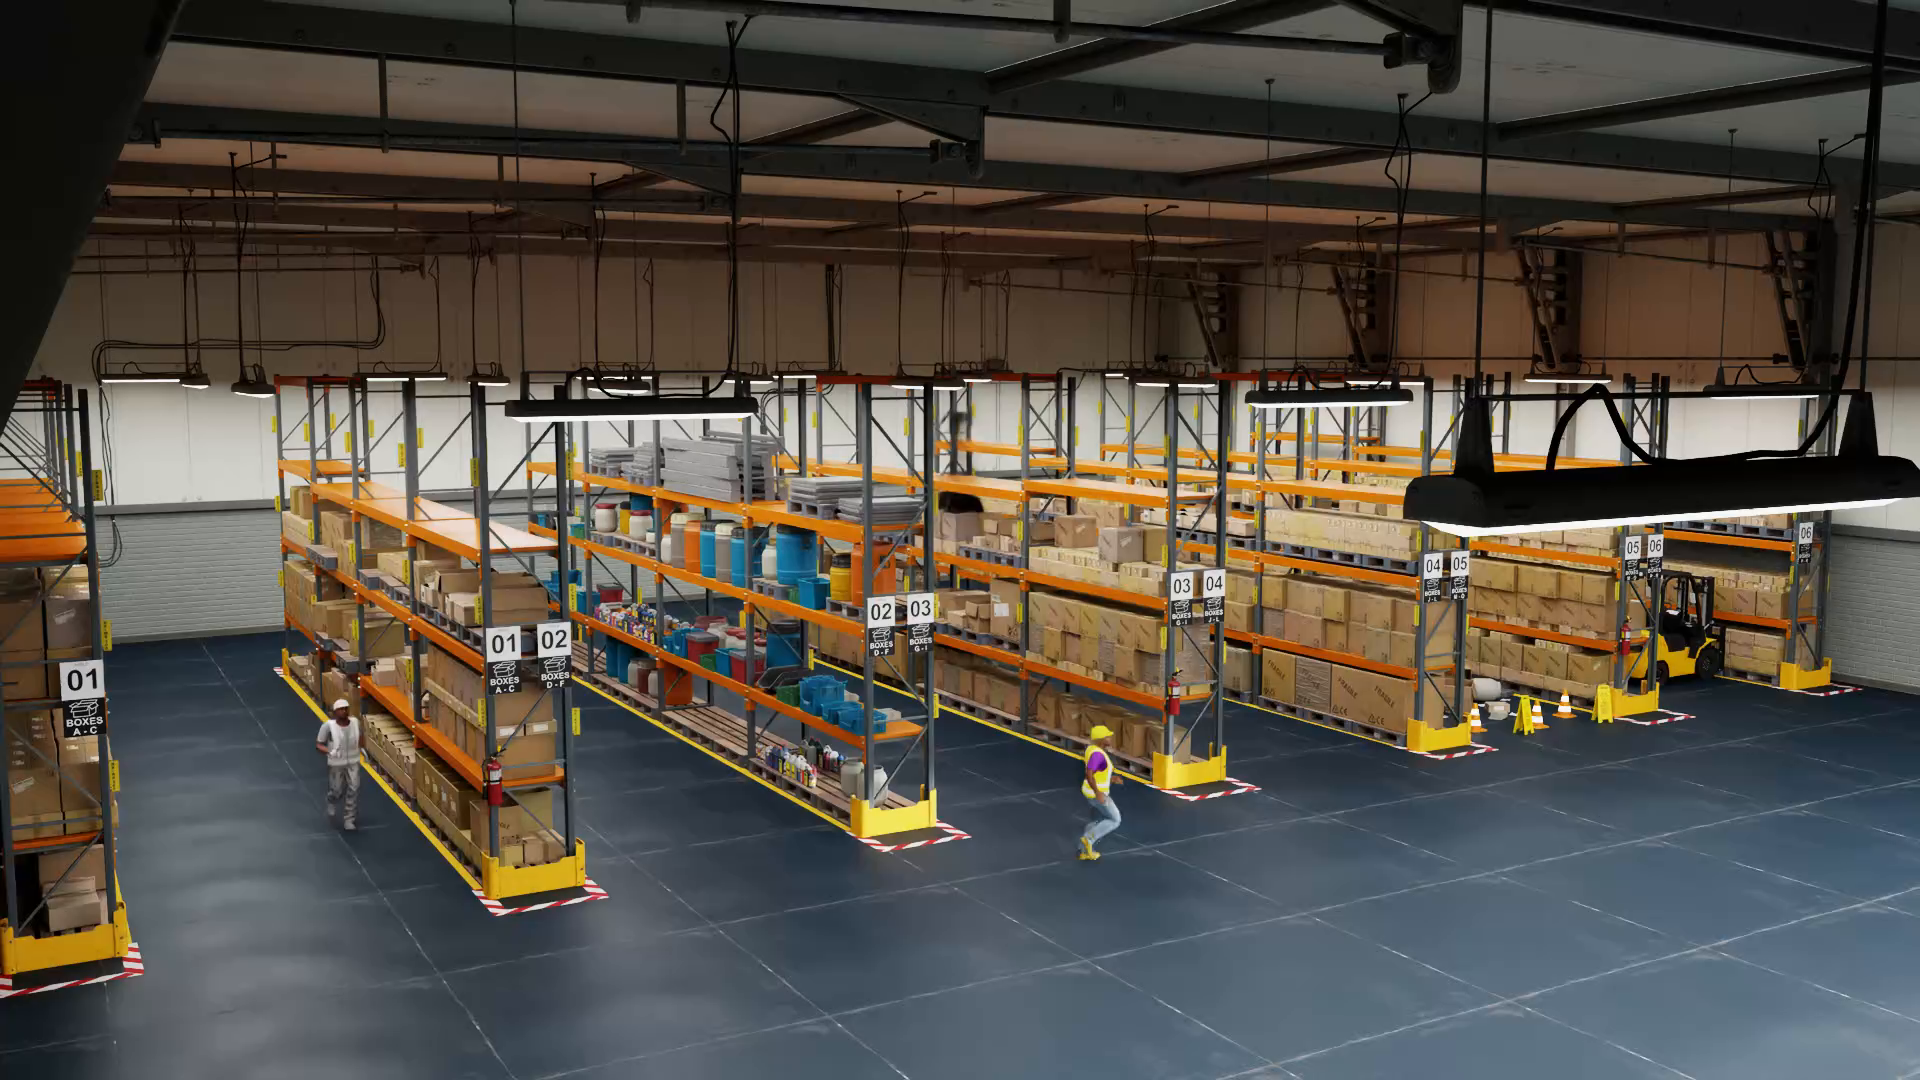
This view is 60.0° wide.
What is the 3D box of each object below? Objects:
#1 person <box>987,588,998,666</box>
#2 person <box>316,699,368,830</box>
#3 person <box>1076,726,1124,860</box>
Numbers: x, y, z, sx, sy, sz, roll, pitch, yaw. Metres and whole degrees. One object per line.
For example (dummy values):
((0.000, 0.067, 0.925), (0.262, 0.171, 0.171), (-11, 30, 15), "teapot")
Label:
((0.756, 1.769, 34.221), (0.605, 1.659, 0.538), (-4, 7, -30), "person")
((-8.338, 3.007, 22.457), (0.684, 1.749, 0.751), (-5, 8, -39), "person")
((1.784, 3.183, 20.932), (0.649, 1.710, 0.696), (-1, 6, -8), "person")
